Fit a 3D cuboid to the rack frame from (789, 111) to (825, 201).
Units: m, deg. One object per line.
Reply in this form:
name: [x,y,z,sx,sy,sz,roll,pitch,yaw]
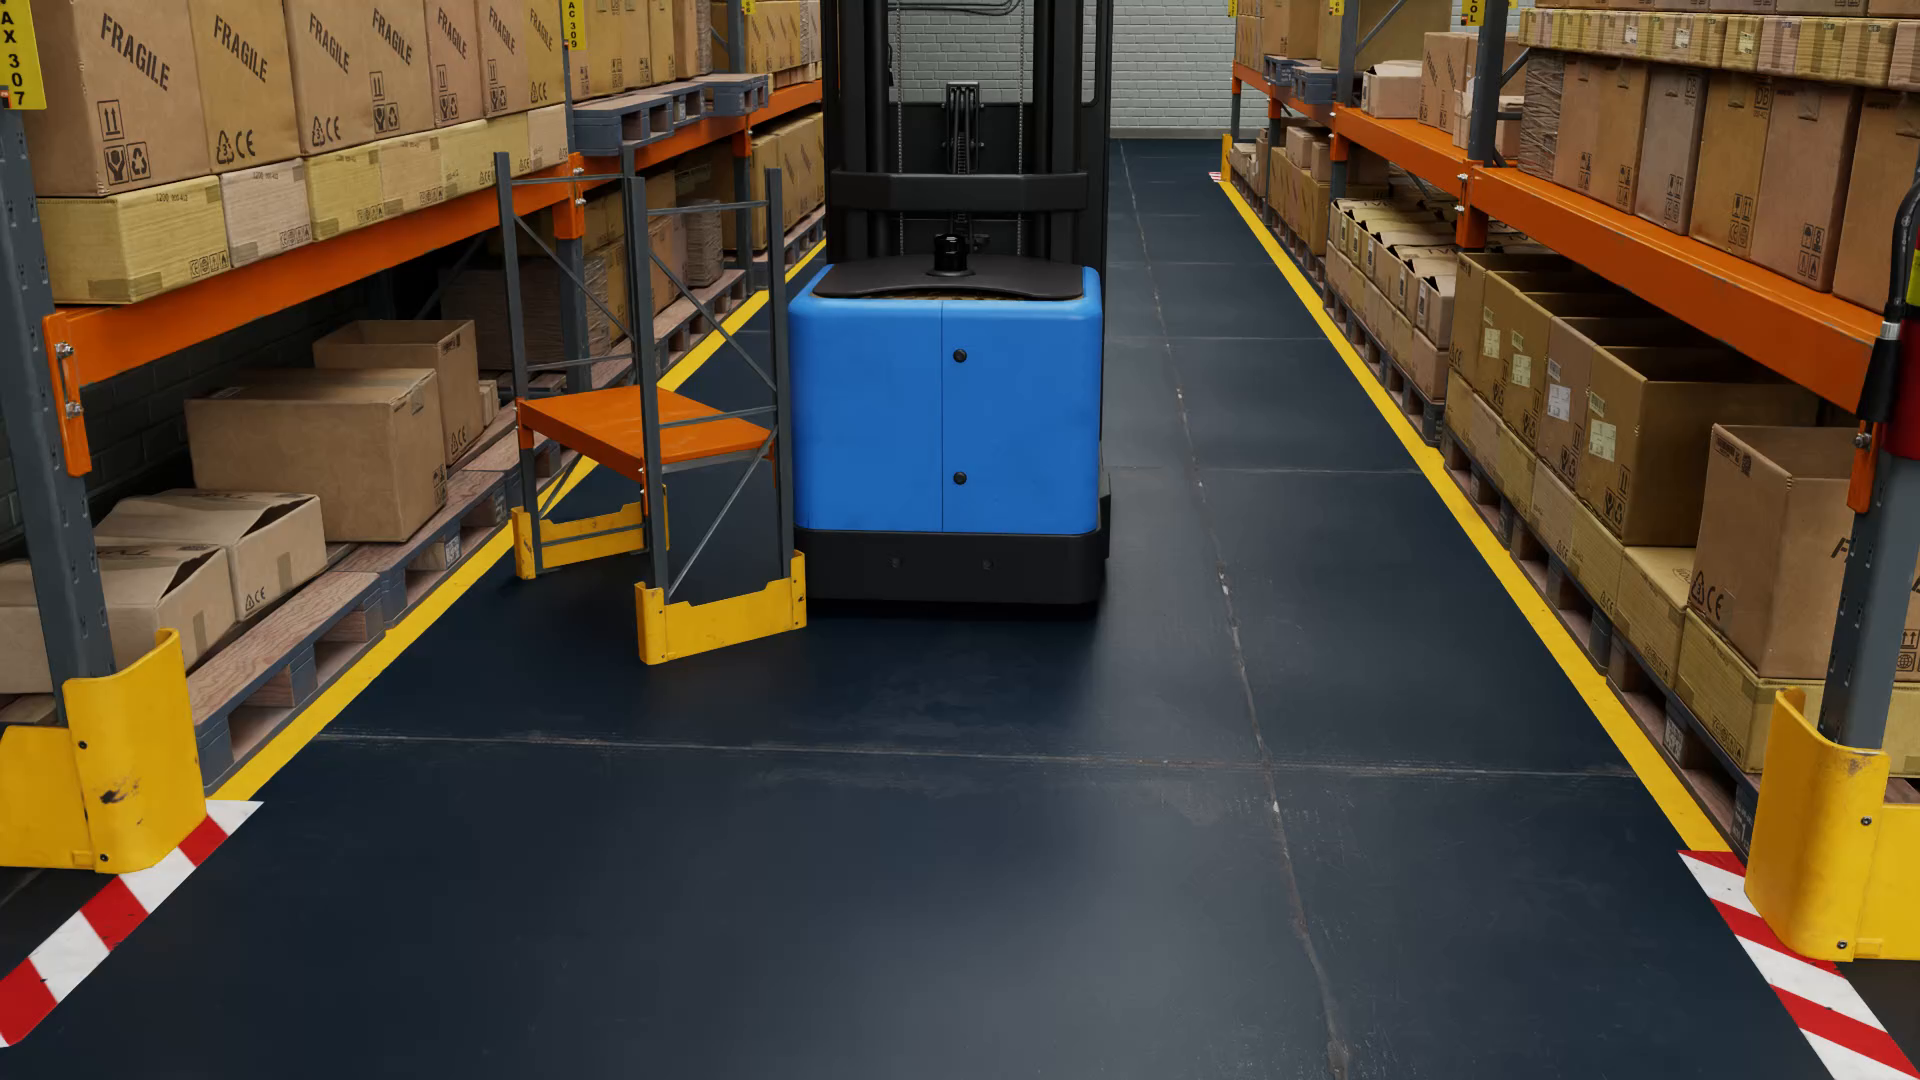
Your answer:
rack frame: [-1.665,-4.395,15.018,1.000,3.000,0.127,1,18,4]

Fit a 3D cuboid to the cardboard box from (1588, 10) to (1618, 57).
cardboard box: [2.419,-1.760,5.775,0.380,0.149,0.250,1,18,2]

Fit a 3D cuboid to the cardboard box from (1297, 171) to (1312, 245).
cardboard box: [2.860,-2.521,12.606,0.500,0.500,0.500,1,18,2]

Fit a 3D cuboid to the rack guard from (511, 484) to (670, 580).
rack guard: [-1.356,-0.038,6.138,0.587,0.250,0.087,-13,22,-34]

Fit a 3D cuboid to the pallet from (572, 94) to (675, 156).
pallet: [-2.038,-2.053,8.179,1.003,0.211,1.213,1,18,4]

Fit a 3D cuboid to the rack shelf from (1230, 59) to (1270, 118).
rack shelf: [3.420,-4.565,16.692,1.077,0.370,4.000,1,18,4]

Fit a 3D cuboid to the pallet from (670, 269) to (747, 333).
pallet: [-2.009,-1.585,10.920,1.003,0.211,1.213,1,18,4]

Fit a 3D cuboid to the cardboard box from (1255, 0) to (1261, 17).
cardboard box: [3.125,-5.286,15.973,0.500,0.500,0.500,1,18,4]

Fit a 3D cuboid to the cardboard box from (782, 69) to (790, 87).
cardboard box: [-1.572,-3.698,13.262,0.380,0.149,0.250,2,18,6]

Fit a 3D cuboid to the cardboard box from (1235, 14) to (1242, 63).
cardboard box: [3.269,-5.443,18.057,0.500,0.500,0.500,2,18,5]

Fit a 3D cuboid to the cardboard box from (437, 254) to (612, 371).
cardboard box: [-2.202,-1.160,8.455,0.700,0.500,0.500,2,18,6]

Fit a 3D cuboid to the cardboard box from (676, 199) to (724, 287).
cardboard box: [-1.951,-1.949,10.861,0.700,0.500,0.500,2,18,5]

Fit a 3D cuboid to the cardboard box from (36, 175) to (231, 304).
cardboard box: [-2.173,-0.750,4.105,0.500,0.250,0.500,1,18,2]

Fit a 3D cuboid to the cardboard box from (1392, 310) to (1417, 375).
cardboard box: [2.482,-0.986,8.356,0.500,0.250,0.500,1,18,3]

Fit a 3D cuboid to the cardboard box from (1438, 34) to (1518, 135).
cardboard box: [2.848,-2.406,8.786,0.500,0.500,0.500,1,18,4]

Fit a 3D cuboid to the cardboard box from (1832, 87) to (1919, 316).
cardboard box: [2.463,-0.751,3.736,0.700,0.500,0.500,1,18,4]

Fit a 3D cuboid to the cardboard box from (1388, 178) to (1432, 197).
cardboard box: [3.340,-2.362,12.122,0.500,0.500,0.500,1,18,2]

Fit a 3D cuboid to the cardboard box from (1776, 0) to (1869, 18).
cardboard box: [2.499,-1.547,4.083,0.700,0.500,0.500,1,18,2]

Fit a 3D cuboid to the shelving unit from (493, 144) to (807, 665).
shelving unit: [-1.060,-0.507,5.562,0.587,1.500,1.083,-13,22,-34]

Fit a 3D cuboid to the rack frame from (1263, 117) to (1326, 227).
rack frame: [3.277,-4.285,14.684,1.000,3.000,0.127,1,18,4]

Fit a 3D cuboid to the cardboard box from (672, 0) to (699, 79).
cardboard box: [-1.988,-3.089,10.165,0.700,0.500,0.500,0,18,-1]

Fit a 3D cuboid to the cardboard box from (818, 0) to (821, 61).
cardboard box: [-1.446,-4.444,14.498,0.500,0.500,0.500,1,18,3]

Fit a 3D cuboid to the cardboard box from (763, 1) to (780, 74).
cardboard box: [-1.614,-3.658,12.100,0.500,0.500,0.500,2,18,6]

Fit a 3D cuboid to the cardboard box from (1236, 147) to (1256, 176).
cardboard box: [3.170,-3.957,17.391,0.500,0.250,0.500,1,18,4]

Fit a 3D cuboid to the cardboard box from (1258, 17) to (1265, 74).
cardboard box: [3.092,-4.654,15.648,0.500,0.500,0.500,2,18,5]

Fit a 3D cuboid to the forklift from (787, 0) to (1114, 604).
forklift: [0.042,-1.589,6.564,1.130,2.935,3.031,1,18,4]

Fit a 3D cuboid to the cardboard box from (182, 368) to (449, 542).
cardboard box: [-2.242,-0.306,5.846,0.700,0.500,0.500,0,18,0]

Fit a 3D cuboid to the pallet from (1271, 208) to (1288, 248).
pallet: [3.256,-2.707,14.345,1.003,0.211,1.213,1,18,4]

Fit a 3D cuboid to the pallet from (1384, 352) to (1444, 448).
pallet: [2.717,-0.705,8.236,1.003,0.211,1.213,1,18,4]

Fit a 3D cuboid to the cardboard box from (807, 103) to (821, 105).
cardboard box: [-1.519,-4.781,18.494,0.380,0.149,0.250,1,18,4]

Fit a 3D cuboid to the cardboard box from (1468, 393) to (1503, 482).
cardboard box: [2.327,-0.401,6.571,0.500,0.250,0.500,1,18,4]

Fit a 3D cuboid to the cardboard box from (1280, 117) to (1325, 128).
cardboard box: [3.770,-4.374,18.264,0.500,0.500,0.500,1,18,4]

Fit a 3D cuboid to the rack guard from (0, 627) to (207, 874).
rack guard: [-2.519,0.496,4.105,1.175,0.500,0.348,1,18,4]

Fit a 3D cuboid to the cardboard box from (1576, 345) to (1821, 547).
cardboard box: [2.215,-0.292,5.033,0.500,0.500,0.500,1,18,4]

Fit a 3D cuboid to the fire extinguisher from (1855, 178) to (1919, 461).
fire extinguisher: [1.945,-0.495,3.241,0.296,0.674,0.183,1,18,4]

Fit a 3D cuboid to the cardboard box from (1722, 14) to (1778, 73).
cardboard box: [2.328,-1.357,4.546,0.380,0.149,0.250,2,18,6]

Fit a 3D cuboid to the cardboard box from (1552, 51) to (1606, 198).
cardboard box: [2.646,-1.546,6.164,0.700,0.500,0.500,1,18,3]

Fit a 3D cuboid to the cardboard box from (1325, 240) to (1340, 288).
cardboard box: [2.659,-1.780,10.779,0.500,0.250,0.500,1,18,4]

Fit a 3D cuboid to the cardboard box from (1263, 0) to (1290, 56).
cardboard box: [3.020,-4.390,14.169,0.700,0.500,0.500,-5,19,-15]

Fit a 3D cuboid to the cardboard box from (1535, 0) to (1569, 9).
cardboard box: [2.678,-2.327,6.463,0.700,0.500,0.500,1,18,4]

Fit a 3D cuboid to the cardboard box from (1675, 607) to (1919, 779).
cardboard box: [2.160,0.376,4.201,0.500,0.250,0.500,1,18,4]

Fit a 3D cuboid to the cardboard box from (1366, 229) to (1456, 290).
cardboard box: [2.555,-1.565,9.222,0.500,0.311,0.500,1,18,3]

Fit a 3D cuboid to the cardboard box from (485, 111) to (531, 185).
cardboard box: [-2.014,-1.540,6.514,0.500,0.250,0.500,1,18,4]

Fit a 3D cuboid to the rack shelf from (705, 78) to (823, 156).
rack shelf: [-1.808,-3.432,13.234,1.077,0.370,4.000,1,18,4]

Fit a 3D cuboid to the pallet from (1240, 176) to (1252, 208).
pallet: [3.412,-3.553,16.928,1.003,0.211,1.213,1,18,4]

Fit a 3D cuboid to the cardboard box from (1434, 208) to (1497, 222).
cardboard box: [3.167,-1.873,10.162,0.500,0.311,0.500,1,18,3]

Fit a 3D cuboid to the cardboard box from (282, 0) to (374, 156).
cardboard box: [-2.102,-1.418,4.936,0.500,0.500,0.500,1,18,2]
